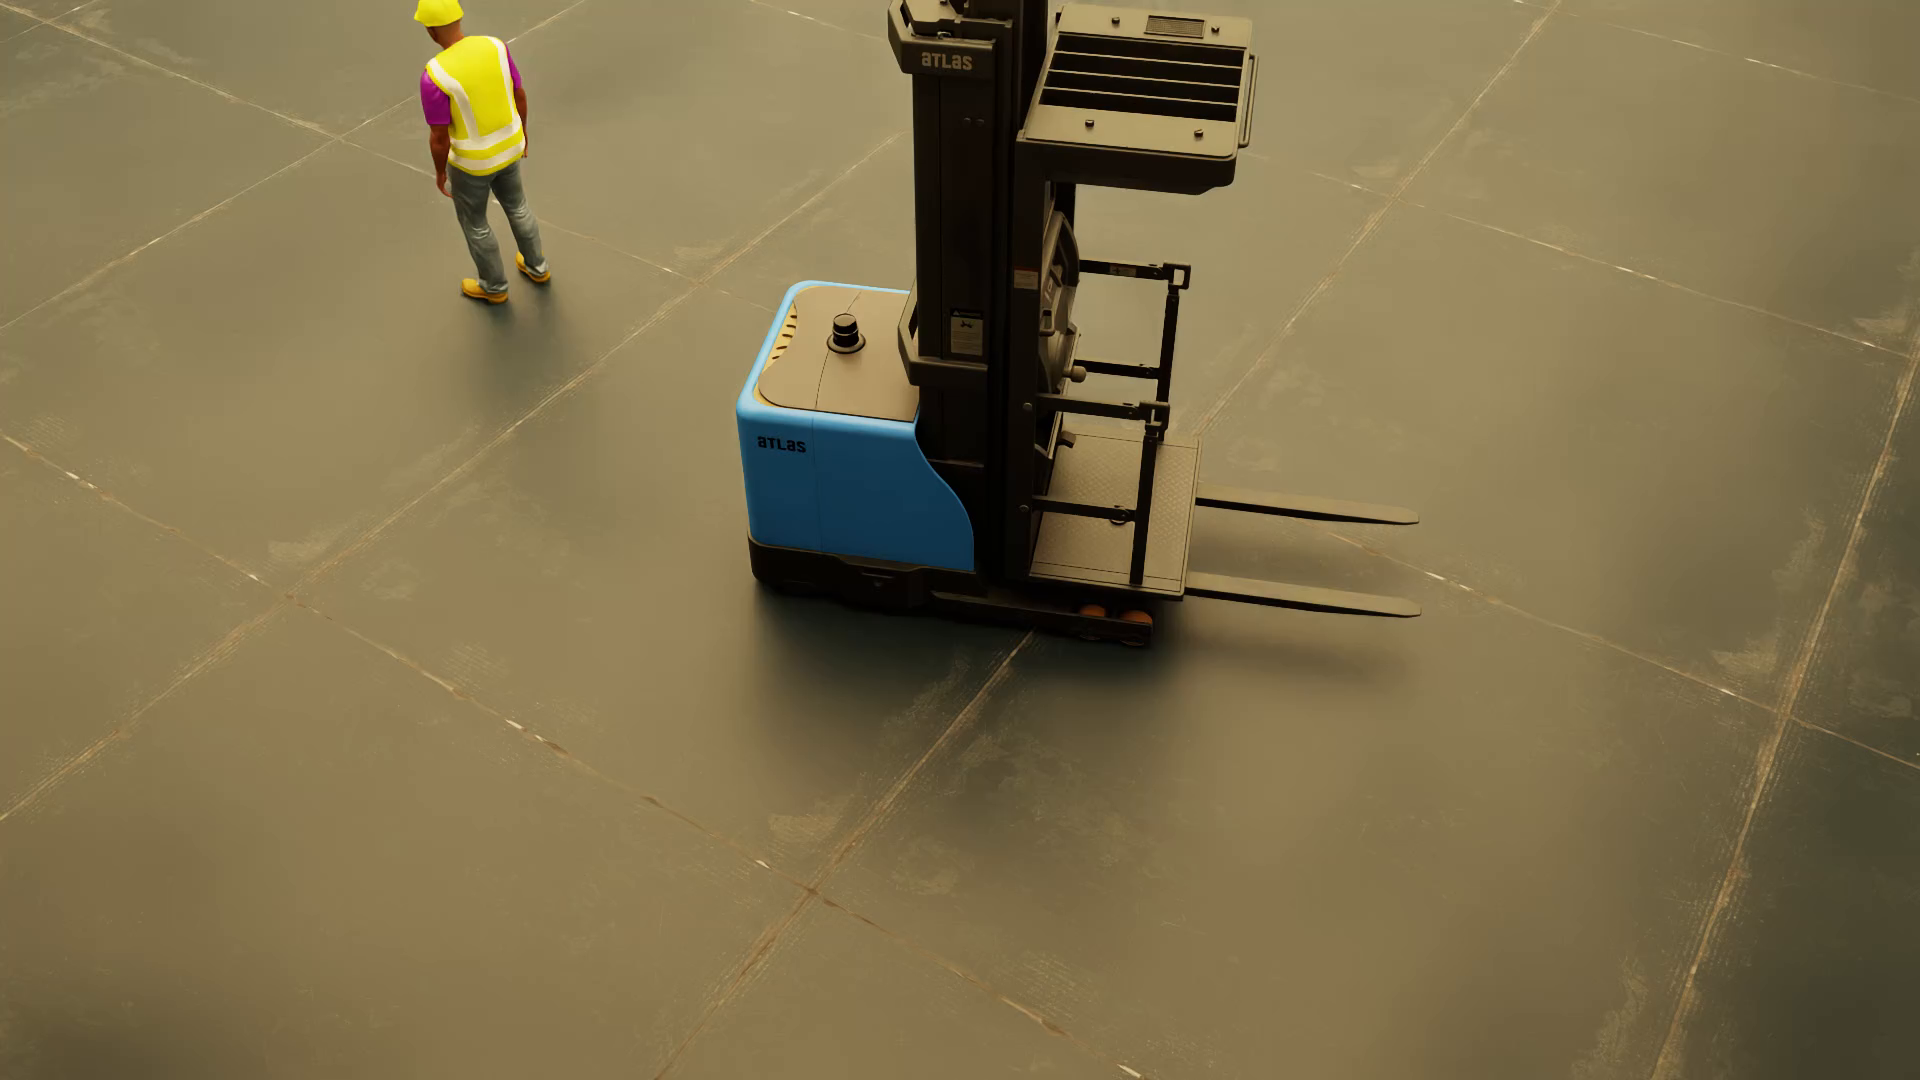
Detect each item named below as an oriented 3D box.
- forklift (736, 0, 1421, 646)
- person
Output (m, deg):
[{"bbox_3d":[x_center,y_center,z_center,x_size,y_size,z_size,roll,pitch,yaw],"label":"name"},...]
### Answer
[{"bbox_3d":[0.598,-0.987,6.890,3.031,2.935,1.130,7,44,8],"label":"forklift"},{"bbox_3d":[-2.570,-2.091,8.909,0.451,1.759,0.630,30,51,28],"label":"person"}]
